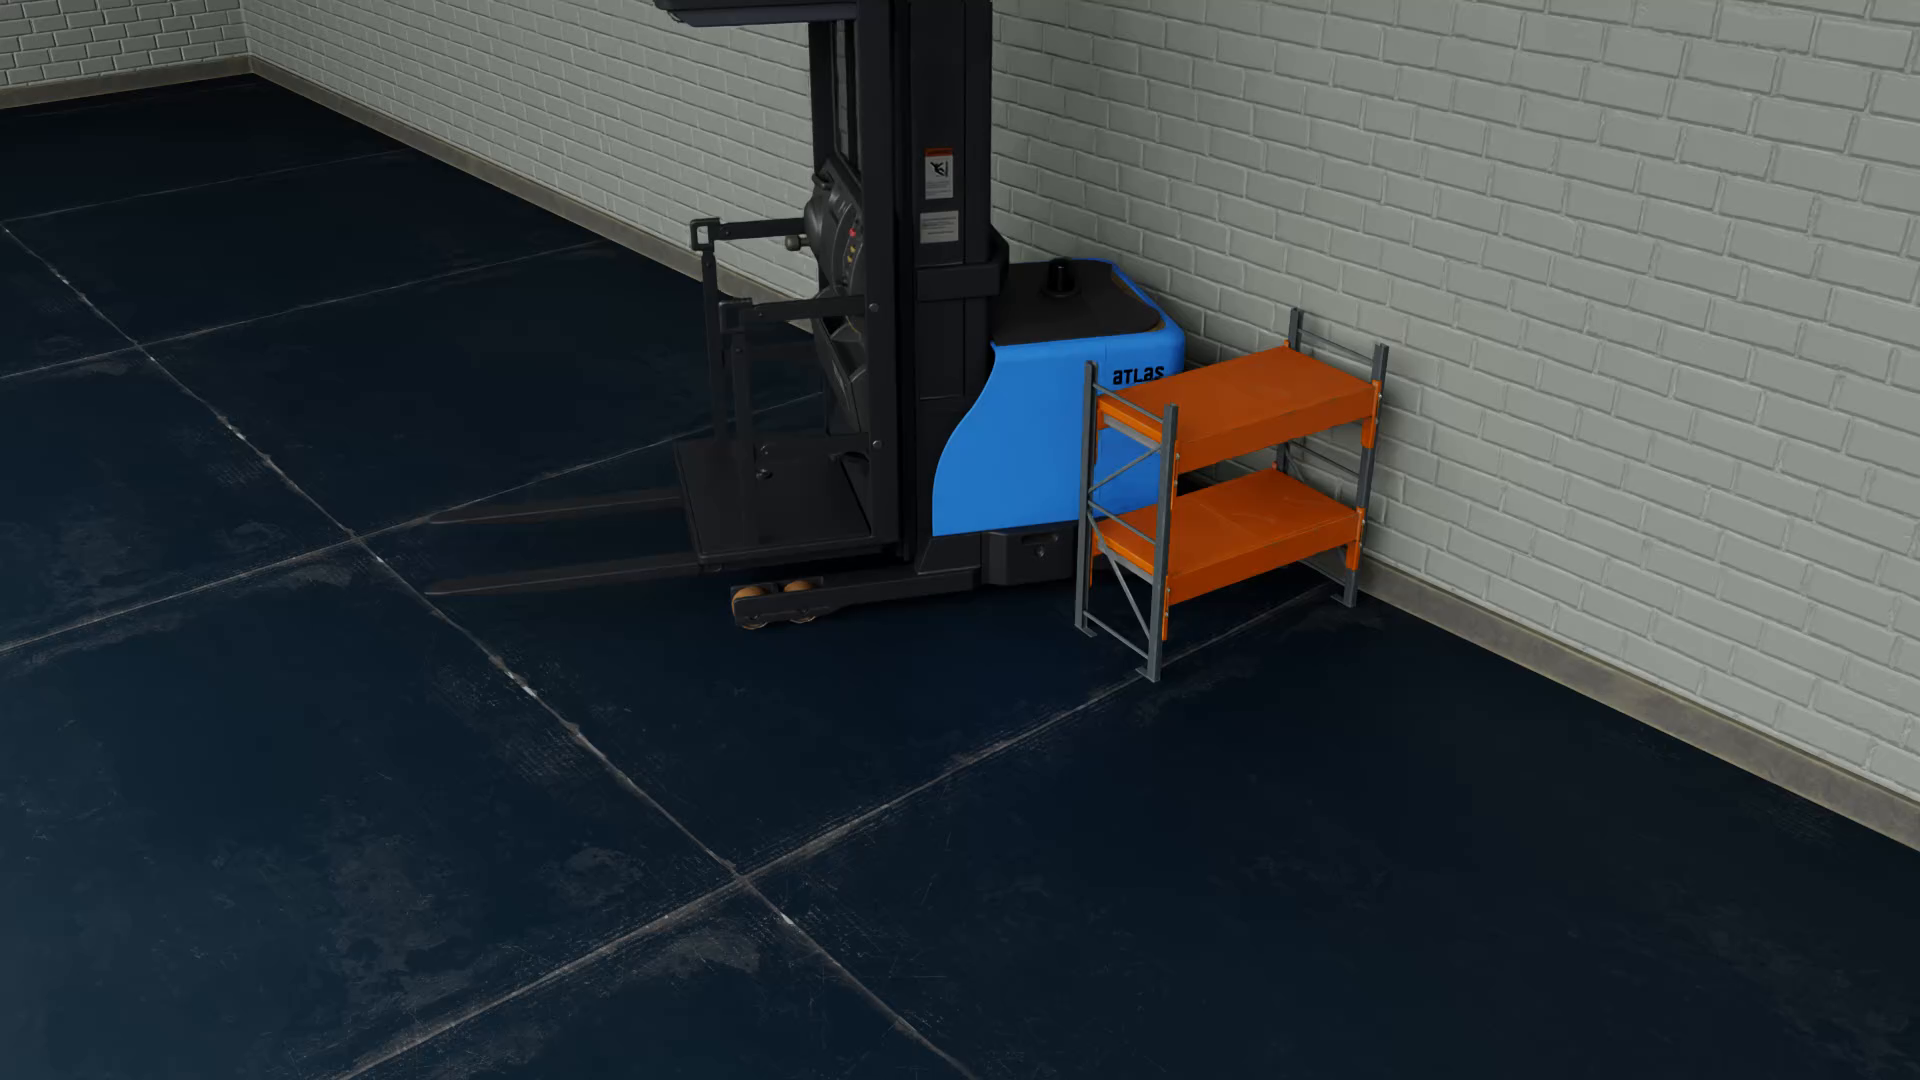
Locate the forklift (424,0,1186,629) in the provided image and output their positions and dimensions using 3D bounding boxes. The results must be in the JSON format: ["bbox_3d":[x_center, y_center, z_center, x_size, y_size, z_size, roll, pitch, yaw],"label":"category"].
[{"bbox_3d":[-0.670,-1.214,6.412,3.031,2.935,1.130,-7,29,-12],"label":"forklift"}]

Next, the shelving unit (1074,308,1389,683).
[{"bbox_3d":[1.031,-0.192,6.416,1.048,1.125,0.538,-17,33,-29],"label":"shelving unit"}]

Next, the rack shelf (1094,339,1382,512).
[{"bbox_3d":[1.031,-0.450,6.278,1.000,0.278,0.538,-17,33,-29],"label":"rack shelf"}]

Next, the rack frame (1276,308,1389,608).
[{"bbox_3d":[1.457,-0.323,6.660,0.032,1.125,0.500,-17,33,-29],"label":"rack frame"}]

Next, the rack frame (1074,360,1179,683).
[{"bbox_3d":[0.605,-0.061,6.171,0.032,1.125,0.500,-17,33,-29],"label":"rack frame"}]

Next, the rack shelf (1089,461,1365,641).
[{"bbox_3d":[1.031,0.024,6.531,1.000,0.278,0.538,-17,33,-29],"label":"rack shelf"}]
